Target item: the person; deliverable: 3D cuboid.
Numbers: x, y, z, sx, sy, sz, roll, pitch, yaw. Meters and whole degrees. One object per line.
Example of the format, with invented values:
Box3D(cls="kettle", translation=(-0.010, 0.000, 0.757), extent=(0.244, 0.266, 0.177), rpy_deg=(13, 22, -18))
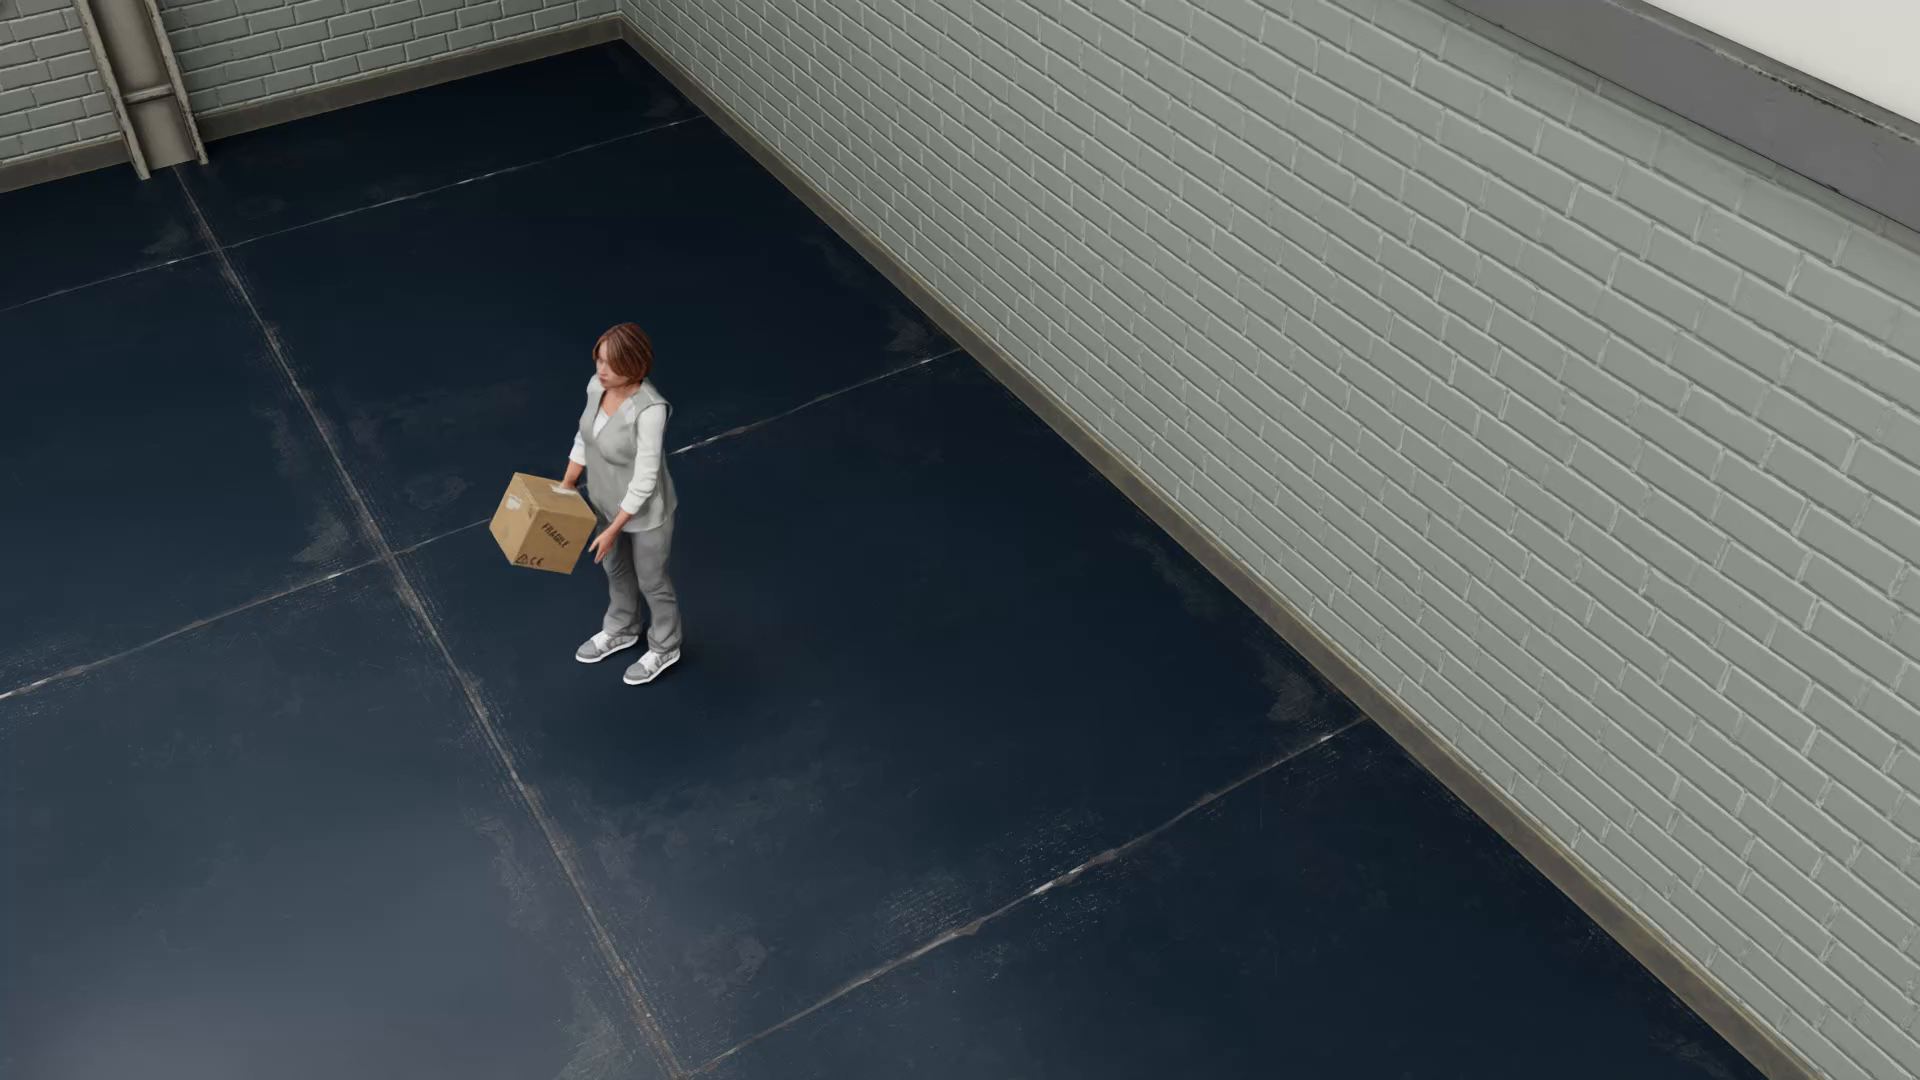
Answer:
Box3D(cls="person", translation=(-1.289, -0.100, 6.274), extent=(0.466, 1.601, 0.450), rpy_deg=(33, 51, 31))
